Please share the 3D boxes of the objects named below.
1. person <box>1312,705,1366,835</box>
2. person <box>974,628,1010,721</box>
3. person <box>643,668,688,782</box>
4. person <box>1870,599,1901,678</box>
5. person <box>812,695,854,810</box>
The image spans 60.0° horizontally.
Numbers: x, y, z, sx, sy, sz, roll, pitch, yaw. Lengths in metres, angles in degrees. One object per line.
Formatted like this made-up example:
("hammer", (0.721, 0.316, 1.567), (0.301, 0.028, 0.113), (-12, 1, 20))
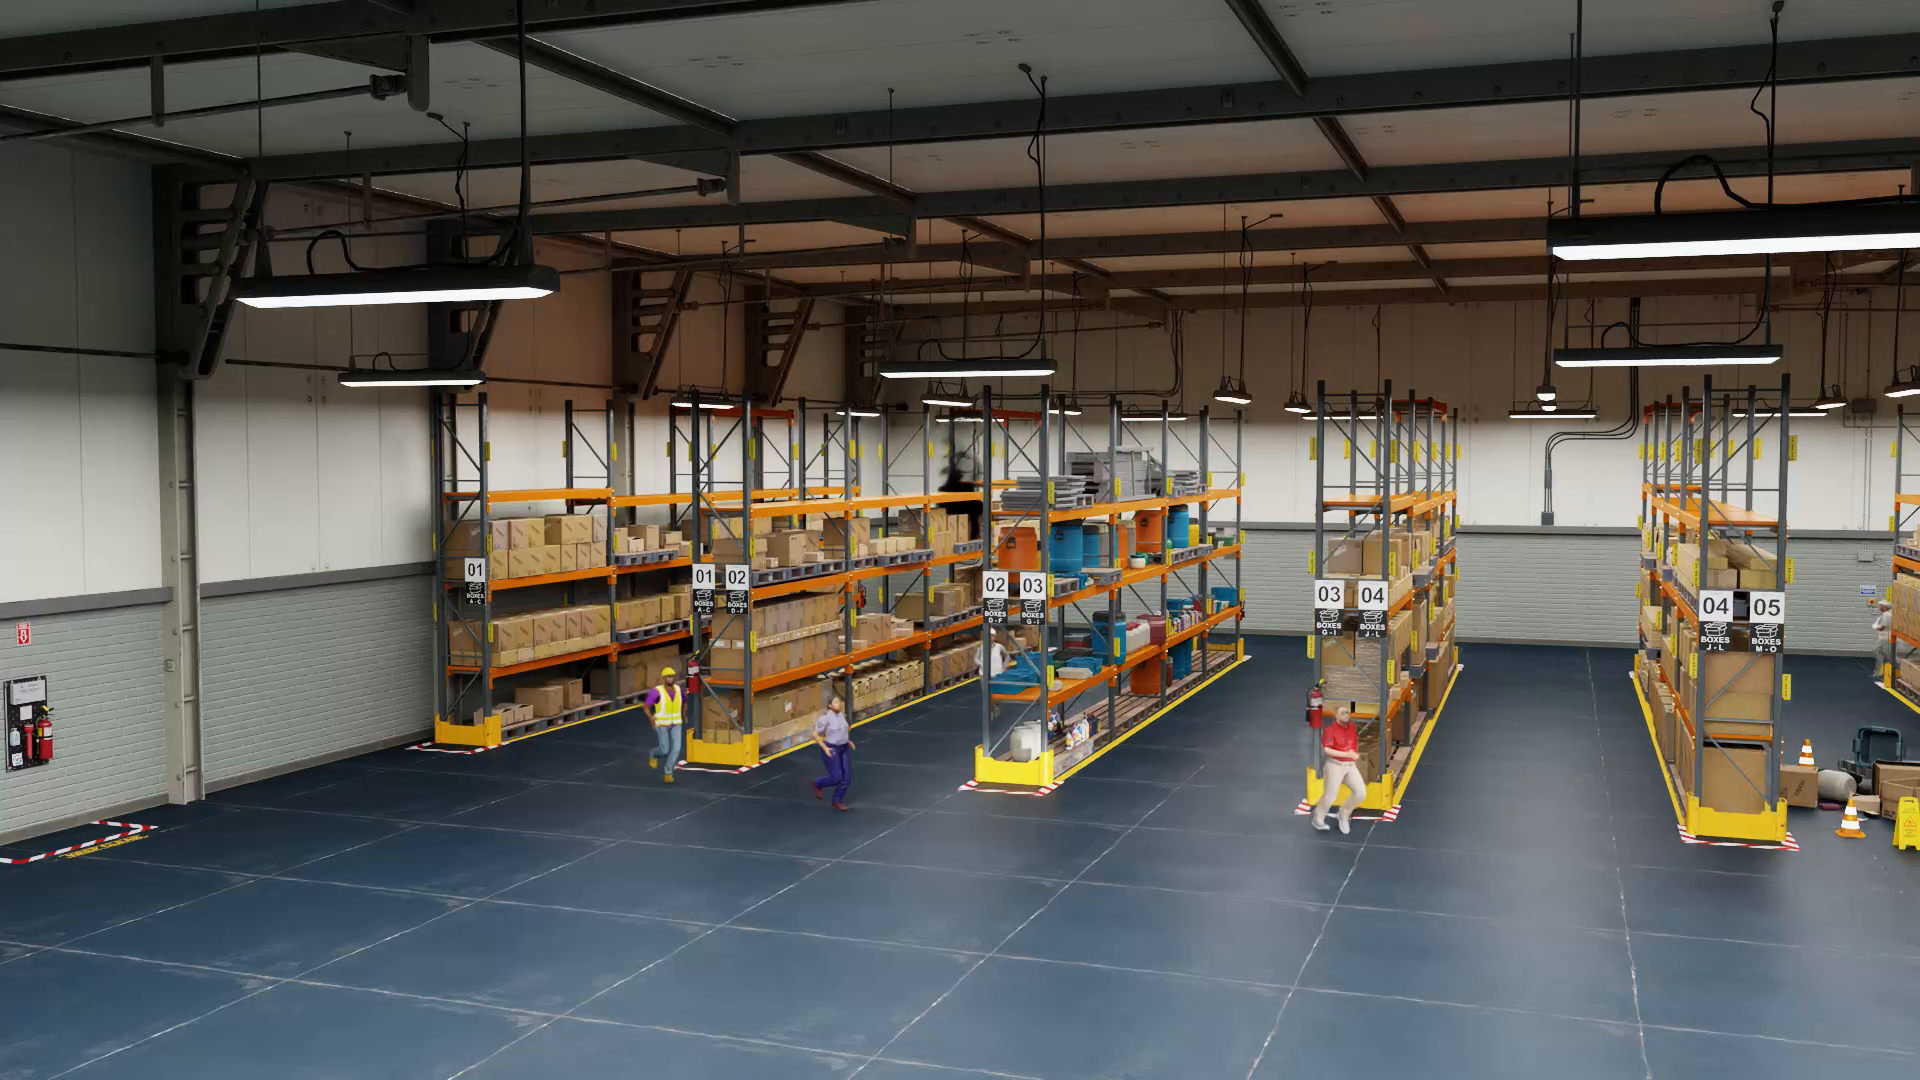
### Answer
("person", (4.990, 2.993, 21.662), (0.681, 1.697, 0.840), (-1, 3, -25))
("person", (0.568, 2.493, 30.726), (0.645, 1.732, 0.592), (1, 3, 12))
("person", (-4.465, 2.805, 25.401), (0.720, 1.727, 0.701), (-2, 4, -34))
("person", (20.361, 2.194, 36.435), (0.769, 1.824, 0.693), (2, 4, 33))
("person", (-1.776, 2.968, 23.291), (0.558, 1.603, 0.619), (3, 4, 41))
